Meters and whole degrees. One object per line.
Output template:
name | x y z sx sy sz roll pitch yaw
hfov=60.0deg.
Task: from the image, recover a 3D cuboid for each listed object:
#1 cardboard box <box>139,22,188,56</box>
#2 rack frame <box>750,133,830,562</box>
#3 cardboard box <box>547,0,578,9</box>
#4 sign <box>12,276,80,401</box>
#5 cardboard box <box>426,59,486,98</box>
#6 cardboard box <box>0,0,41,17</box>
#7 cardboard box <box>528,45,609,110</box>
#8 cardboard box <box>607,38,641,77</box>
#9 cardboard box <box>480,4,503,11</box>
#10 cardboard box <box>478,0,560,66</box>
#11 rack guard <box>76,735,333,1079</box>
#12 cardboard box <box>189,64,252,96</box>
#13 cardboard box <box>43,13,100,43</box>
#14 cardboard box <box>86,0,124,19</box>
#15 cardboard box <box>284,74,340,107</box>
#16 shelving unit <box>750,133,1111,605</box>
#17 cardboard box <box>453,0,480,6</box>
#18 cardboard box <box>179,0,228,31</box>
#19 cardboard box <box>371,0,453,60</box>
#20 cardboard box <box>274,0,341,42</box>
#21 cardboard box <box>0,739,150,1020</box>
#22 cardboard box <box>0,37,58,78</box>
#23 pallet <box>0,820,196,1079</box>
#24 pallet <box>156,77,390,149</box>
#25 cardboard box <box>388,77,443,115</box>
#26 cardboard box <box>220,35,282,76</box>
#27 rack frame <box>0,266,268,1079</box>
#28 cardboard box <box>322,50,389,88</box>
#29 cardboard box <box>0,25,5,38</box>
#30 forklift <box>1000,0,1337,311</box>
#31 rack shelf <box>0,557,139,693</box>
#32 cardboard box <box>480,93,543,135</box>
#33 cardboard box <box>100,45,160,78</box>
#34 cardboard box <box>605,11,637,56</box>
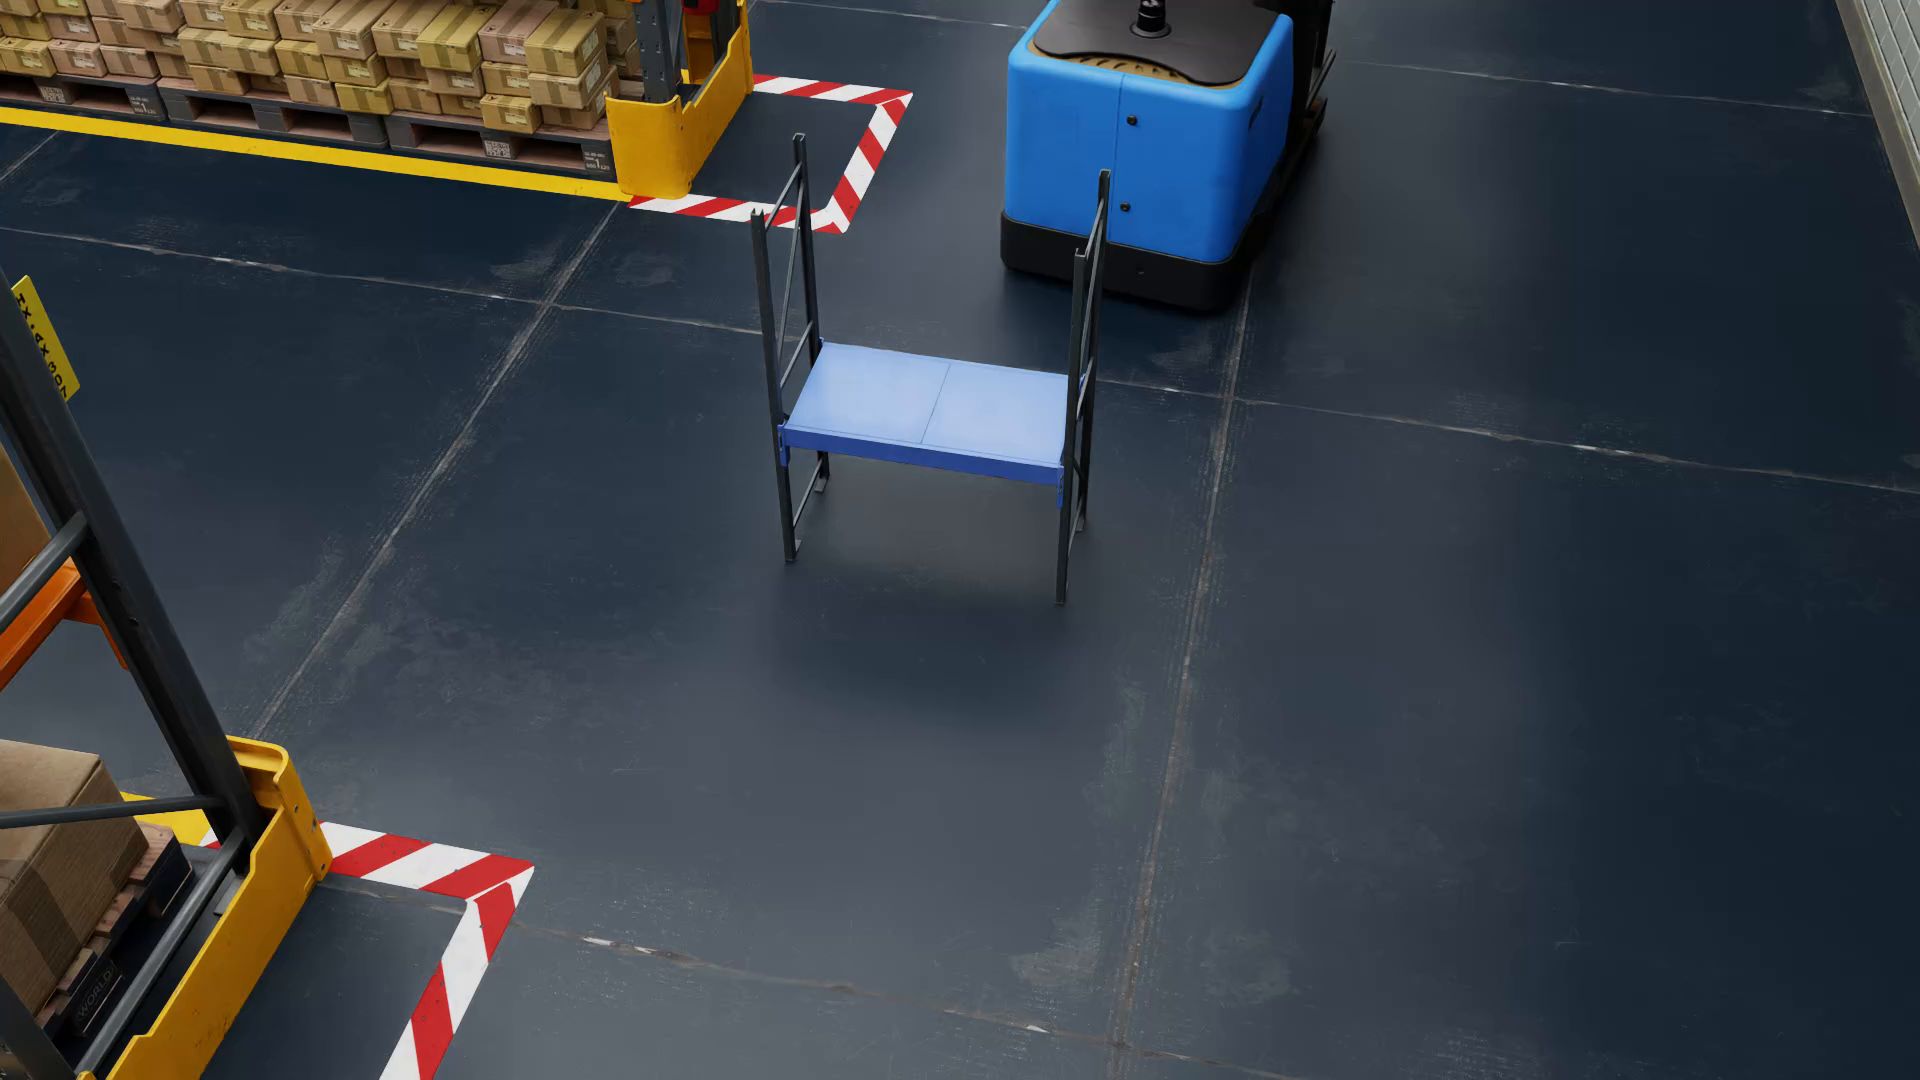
cardboard box | -3.869 -2.580 8.306 0.250 0.149 0.380 11 45 11
rack frame | -0.579 -0.630 5.823 0.032 1.500 0.500 9 45 9
cardboard box | -2.020 -2.713 8.230 0.250 0.149 0.380 10 45 10
sign | -2.142 -0.455 3.878 0.005 0.325 0.100 9 45 9
cardboard box | -2.372 -2.301 8.016 0.250 0.149 0.380 7 44 7
cardboard box | -4.644 -2.775 8.294 0.250 0.149 0.380 11 45 11
cardboard box | -1.865 -2.223 7.935 0.250 0.149 0.380 8 44 8
cardboard box | -1.729 -2.525 8.464 0.250 0.149 0.380 10 45 10
cardboard box | -2.255 -2.646 8.375 0.250 0.149 0.380 9 45 10
cardboard box | -2.092 -2.429 7.935 0.250 0.149 0.380 10 45 10
rack guard | -2.246 1.164 4.680 0.348 0.500 1.175 9 45 9
cardboard box | -3.630 -2.393 8.327 0.250 0.149 0.380 8 44 8
cardboard box | -4.395 -2.681 8.410 0.250 0.149 0.380 9 45 9
cardboard box | -4.127 -2.746 8.264 0.250 0.149 0.380 8 44 8
cardboard box | -3.127 -2.316 8.246 0.250 0.149 0.380 10 45 10
shelving unit | -0.083 -0.553 5.743 1.048 1.500 0.538 9 45 9
cardboard box | -2.498 -2.820 8.340 0.250 0.149 0.380 7 44 7
cardboard box | -3.612 -2.667 8.182 0.250 0.149 0.380 7 44 7
cardboard box | -2.611 -2.465 7.971 0.250 0.149 0.380 7 44 7
cardboard box | -3.118 -2.583 8.094 0.250 0.149 0.380 7 44 8
cardboard box | -2.935 1.000 4.593 0.875 0.438 0.875 7 44 8
cardboard box | -4.646 -2.522 8.460 0.250 0.149 0.380 10 45 10
pallet | -3.067 1.197 4.855 1.213 0.211 1.003 9 45 9
pallet | -3.333 -2.445 8.638 1.213 0.211 1.003 9 45 9
cardboard box | -2.602 -2.265 8.193 0.250 0.149 0.380 9 45 9
cardboard box | -3.401 -2.445 8.165 0.250 0.149 0.380 9 45 9
rack frame | -2.269 0.260 3.817 0.127 3.000 1.000 9 45 9
cardboard box | -2.880 -2.370 8.088 0.250 0.149 0.380 9 45 10
cardboard box | -4.907 -2.671 8.400 0.250 0.149 0.380 11 45 11
forklift | 1.198 -3.080 7.337 1.130 2.935 3.031 15 46 15
rack shelf | -4.221 0.216 4.381 4.000 0.370 1.077 9 45 9
cardboard box | -2.119 -2.138 8.061 0.250 0.149 0.380 10 45 10
cardboard box | -4.133 -2.515 8.453 0.250 0.149 0.380 8 44 8
cardboard box | -1.742 -2.590 8.316 0.250 0.149 0.380 11 45 11
